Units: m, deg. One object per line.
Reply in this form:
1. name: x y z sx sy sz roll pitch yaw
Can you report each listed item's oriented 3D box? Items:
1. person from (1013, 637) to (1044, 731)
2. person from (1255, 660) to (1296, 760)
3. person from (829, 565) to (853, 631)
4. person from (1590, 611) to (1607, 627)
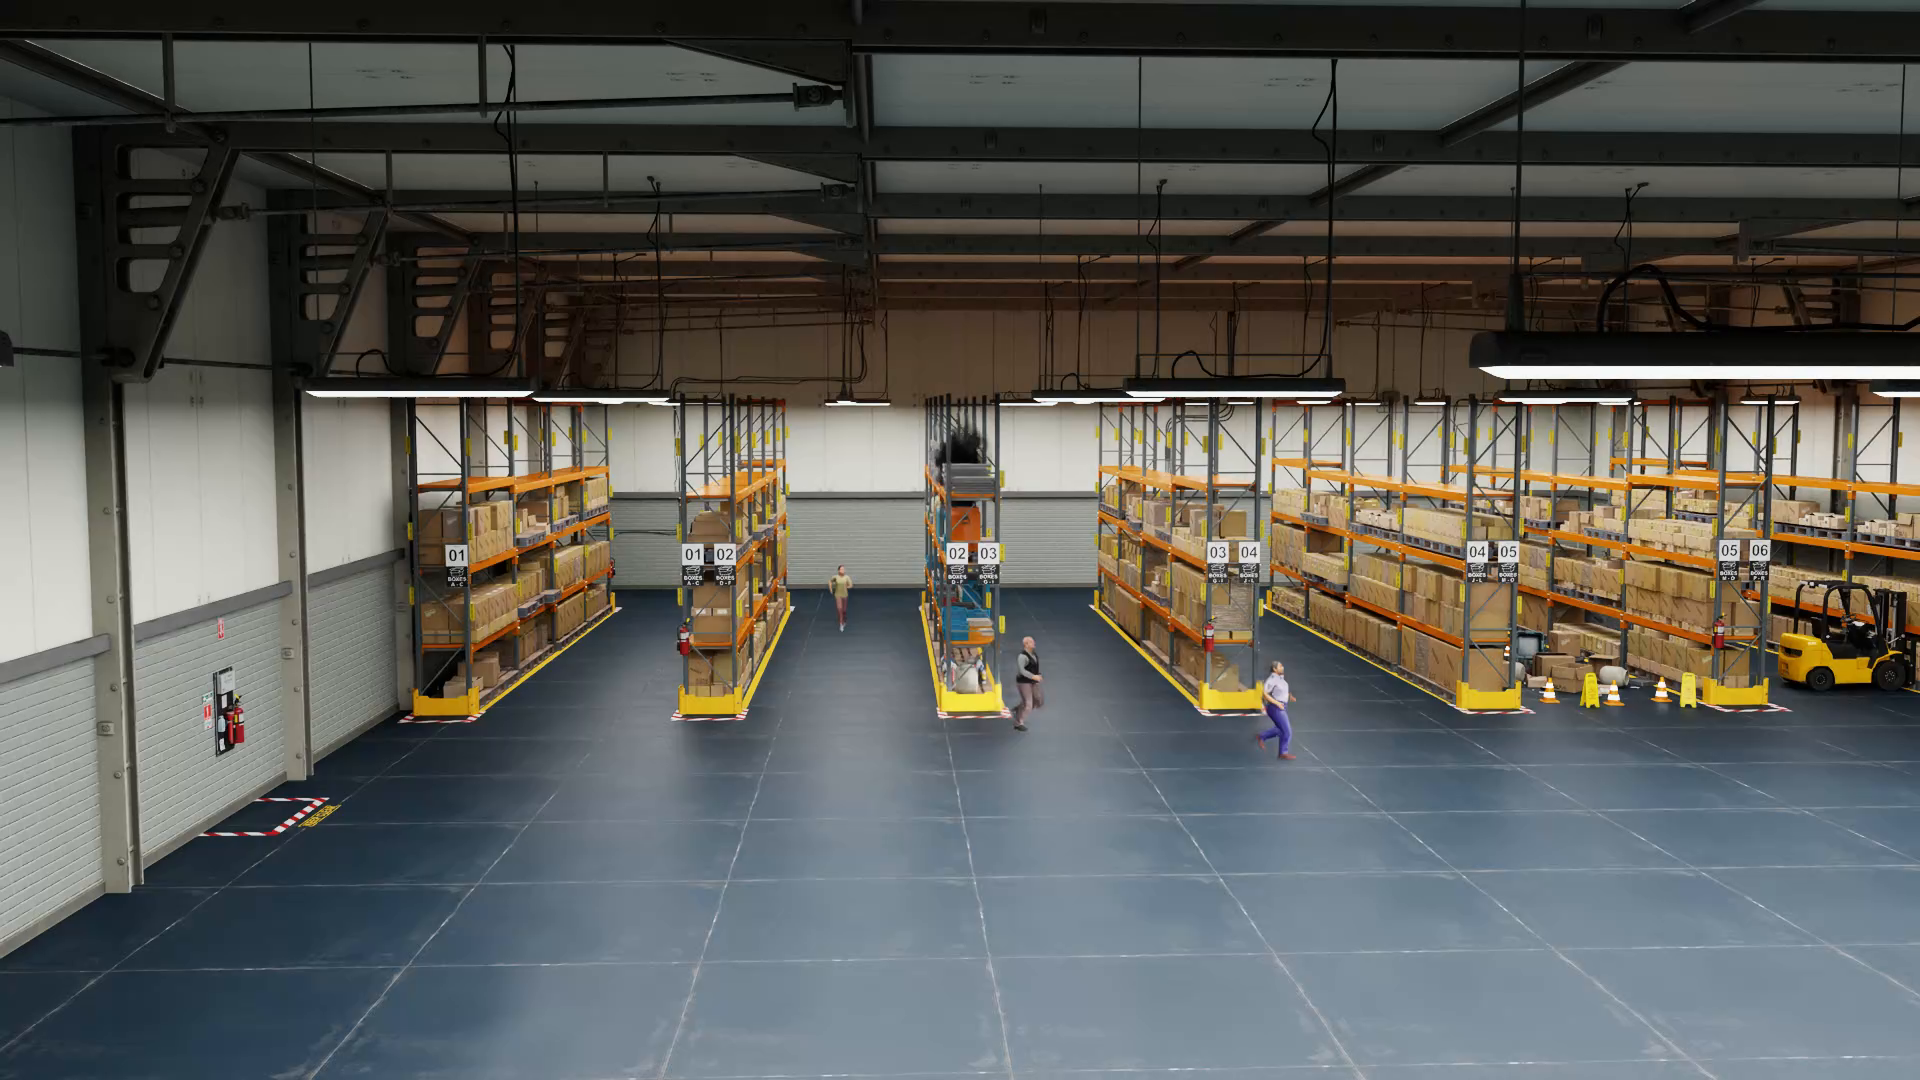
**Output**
1. person: 1.243 2.554 29.602 0.632 1.686 0.689 2 5 28
2. person: 5.163 2.770 27.247 0.727 1.602 0.615 2 5 26
3. person: -3.058 1.475 43.008 0.587 1.650 0.989 -1 5 -13
4. person: 16.148 1.595 42.233 0.575 1.624 0.622 -1 5 -10
